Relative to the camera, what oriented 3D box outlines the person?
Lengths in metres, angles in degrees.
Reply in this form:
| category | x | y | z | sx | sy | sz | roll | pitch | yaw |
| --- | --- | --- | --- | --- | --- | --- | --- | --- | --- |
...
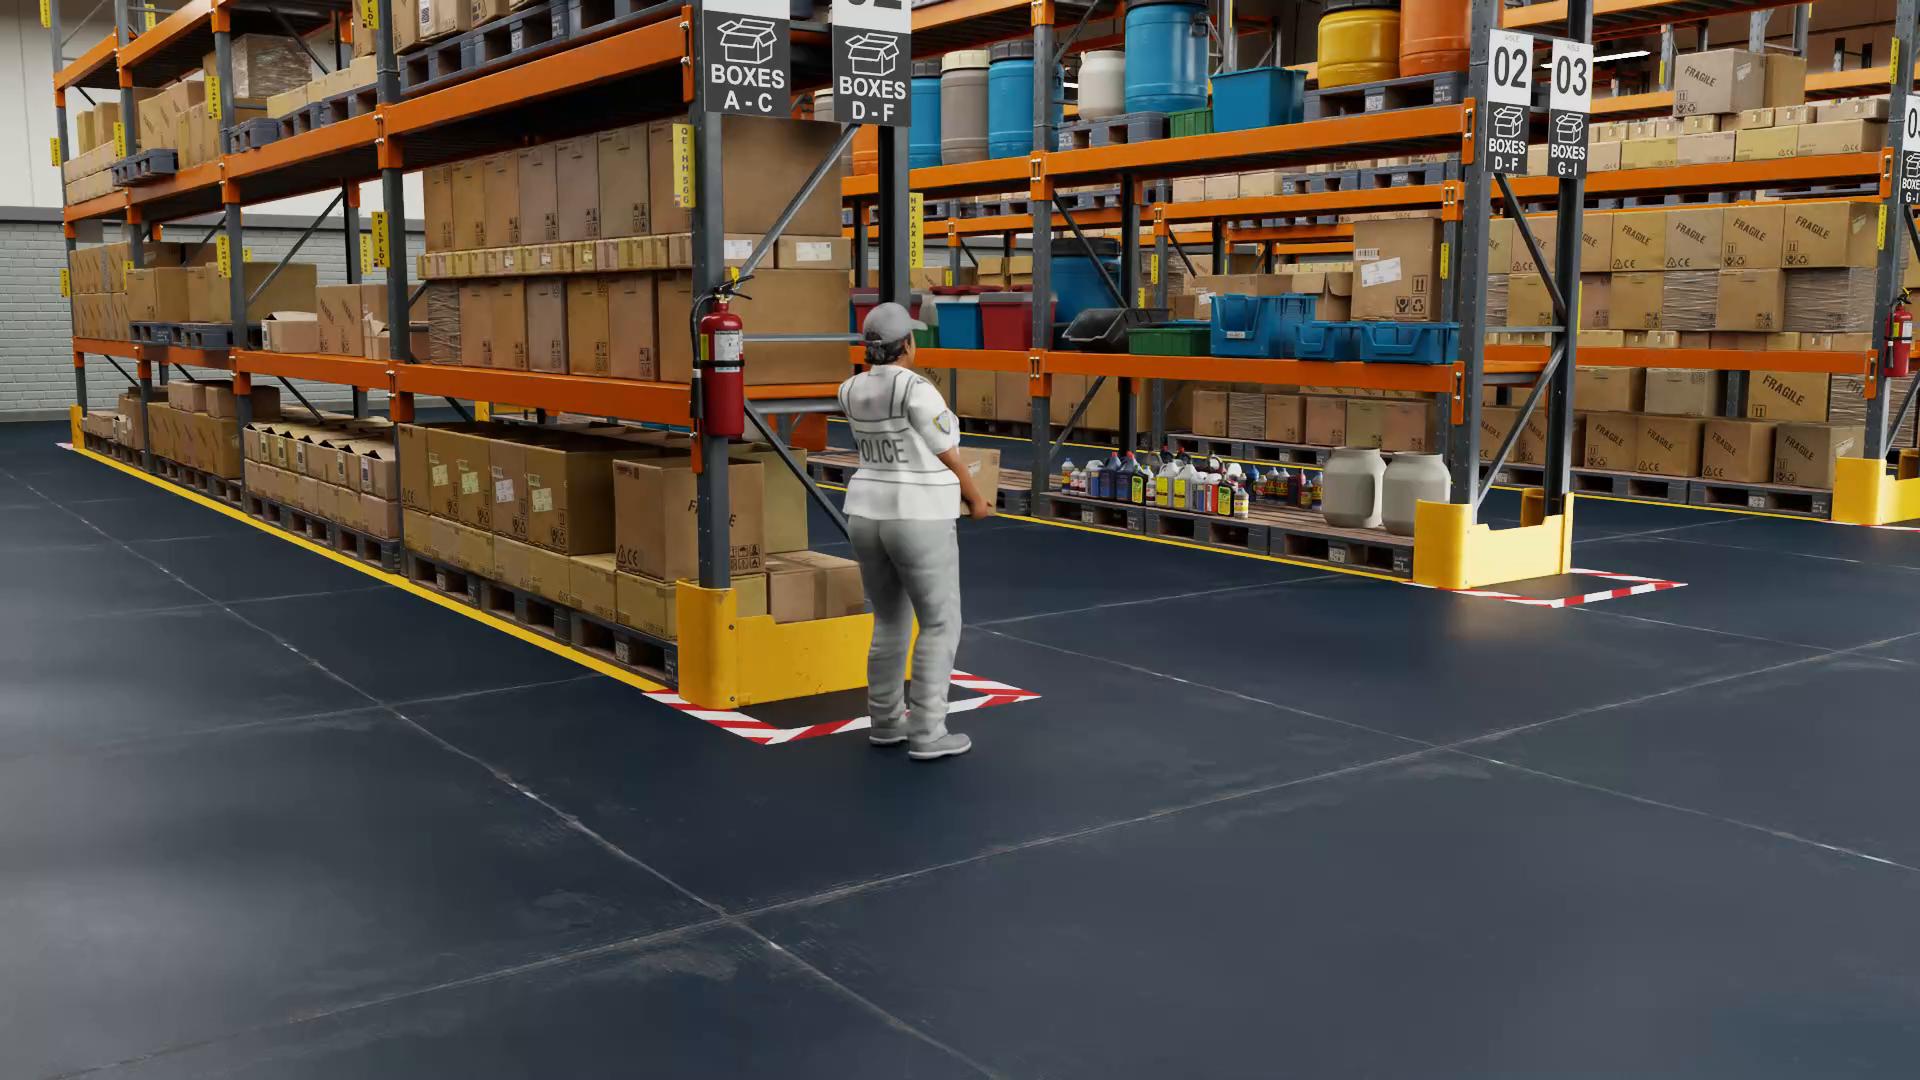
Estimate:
| category | x | y | z | sx | sy | sz | roll | pitch | yaw |
| --- | --- | --- | --- | --- | --- | --- | --- | --- | --- |
| person | -0.160 | -0.044 | 6.158 | 0.453 | 1.653 | 0.541 | 7 | 10 | 40 |
